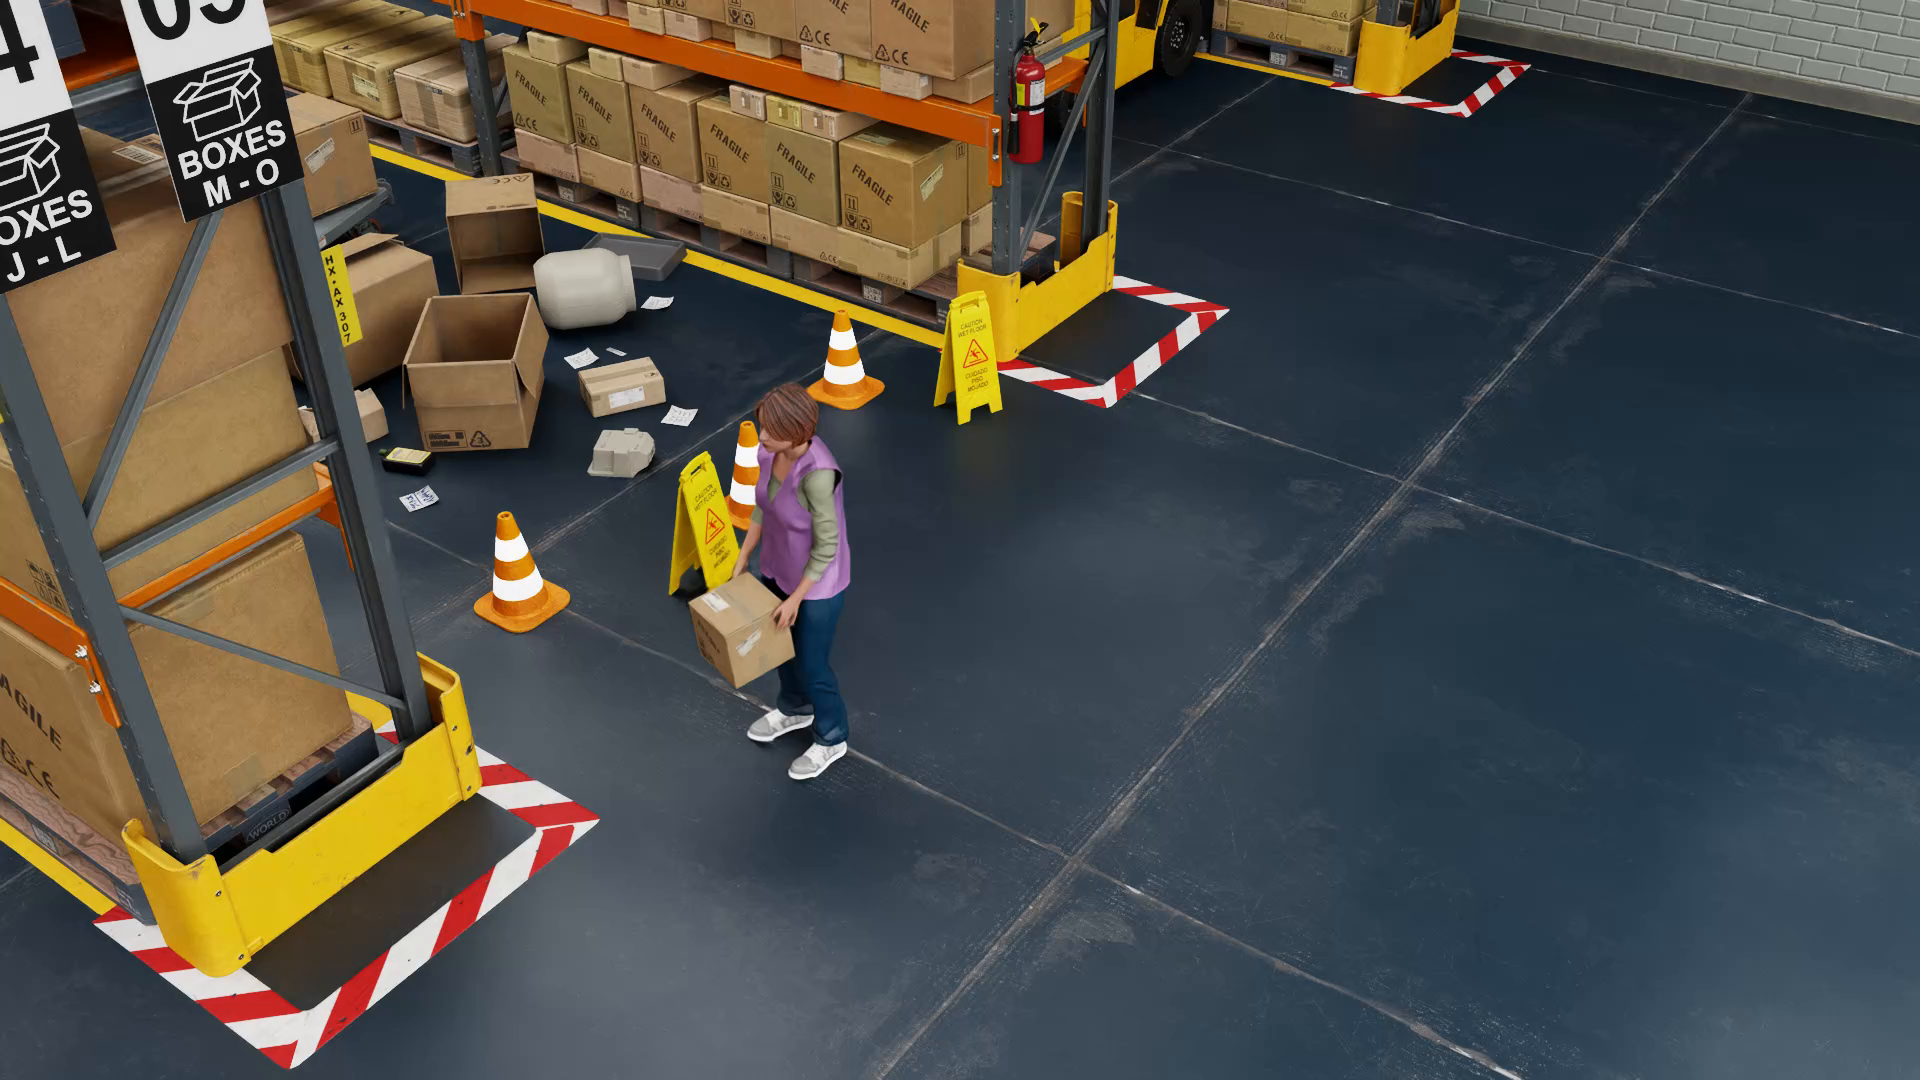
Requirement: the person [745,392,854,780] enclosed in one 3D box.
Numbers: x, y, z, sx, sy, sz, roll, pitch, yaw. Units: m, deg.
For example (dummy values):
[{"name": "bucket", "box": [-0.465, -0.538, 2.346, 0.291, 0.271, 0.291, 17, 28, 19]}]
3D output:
[{"name": "person", "box": [-0.570, 0.150, 5.941, 0.346, 1.592, 0.484, -26, 43, -32]}]
